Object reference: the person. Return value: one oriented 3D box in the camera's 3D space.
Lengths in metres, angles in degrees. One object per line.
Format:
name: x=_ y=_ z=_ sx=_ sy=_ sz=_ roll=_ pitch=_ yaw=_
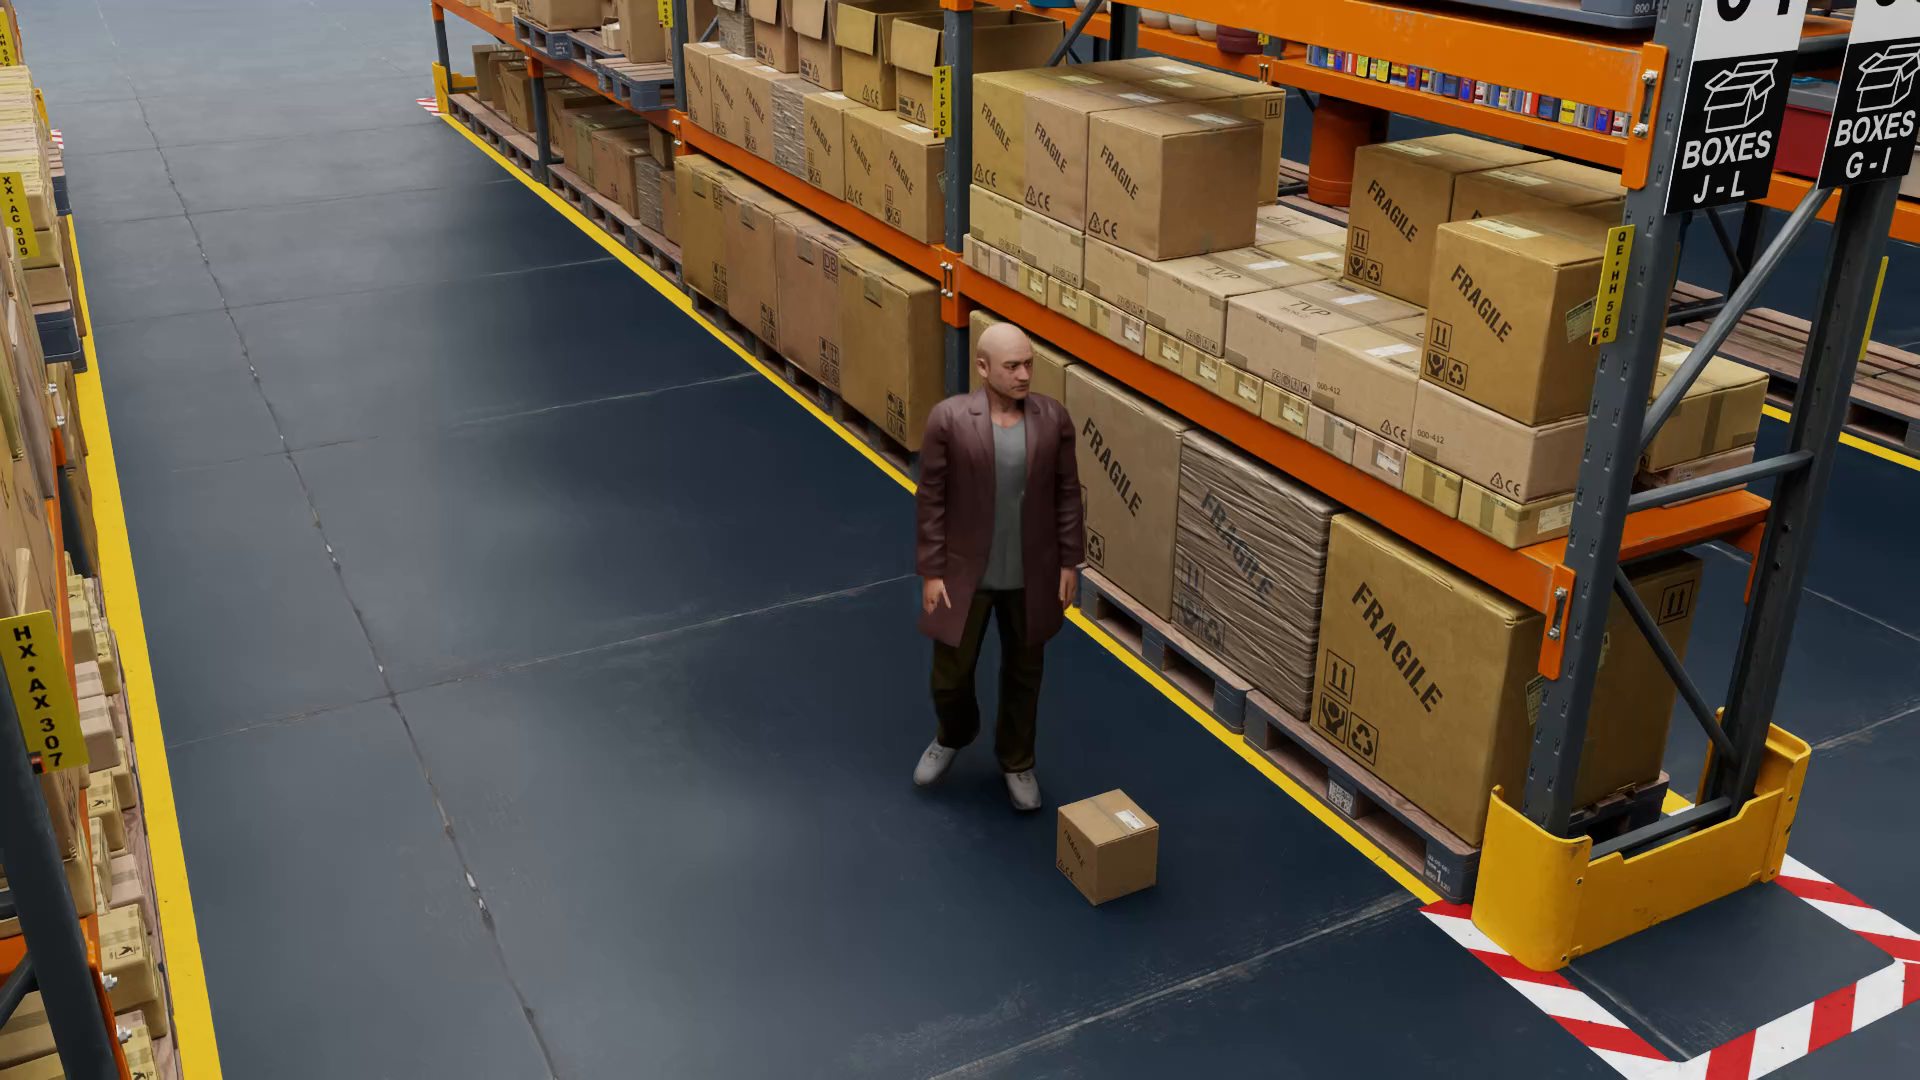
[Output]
person: x=0.129 y=0.112 z=5.836 sx=0.608 sy=1.781 sz=0.468 roll=-5 pitch=26 yaw=-10
